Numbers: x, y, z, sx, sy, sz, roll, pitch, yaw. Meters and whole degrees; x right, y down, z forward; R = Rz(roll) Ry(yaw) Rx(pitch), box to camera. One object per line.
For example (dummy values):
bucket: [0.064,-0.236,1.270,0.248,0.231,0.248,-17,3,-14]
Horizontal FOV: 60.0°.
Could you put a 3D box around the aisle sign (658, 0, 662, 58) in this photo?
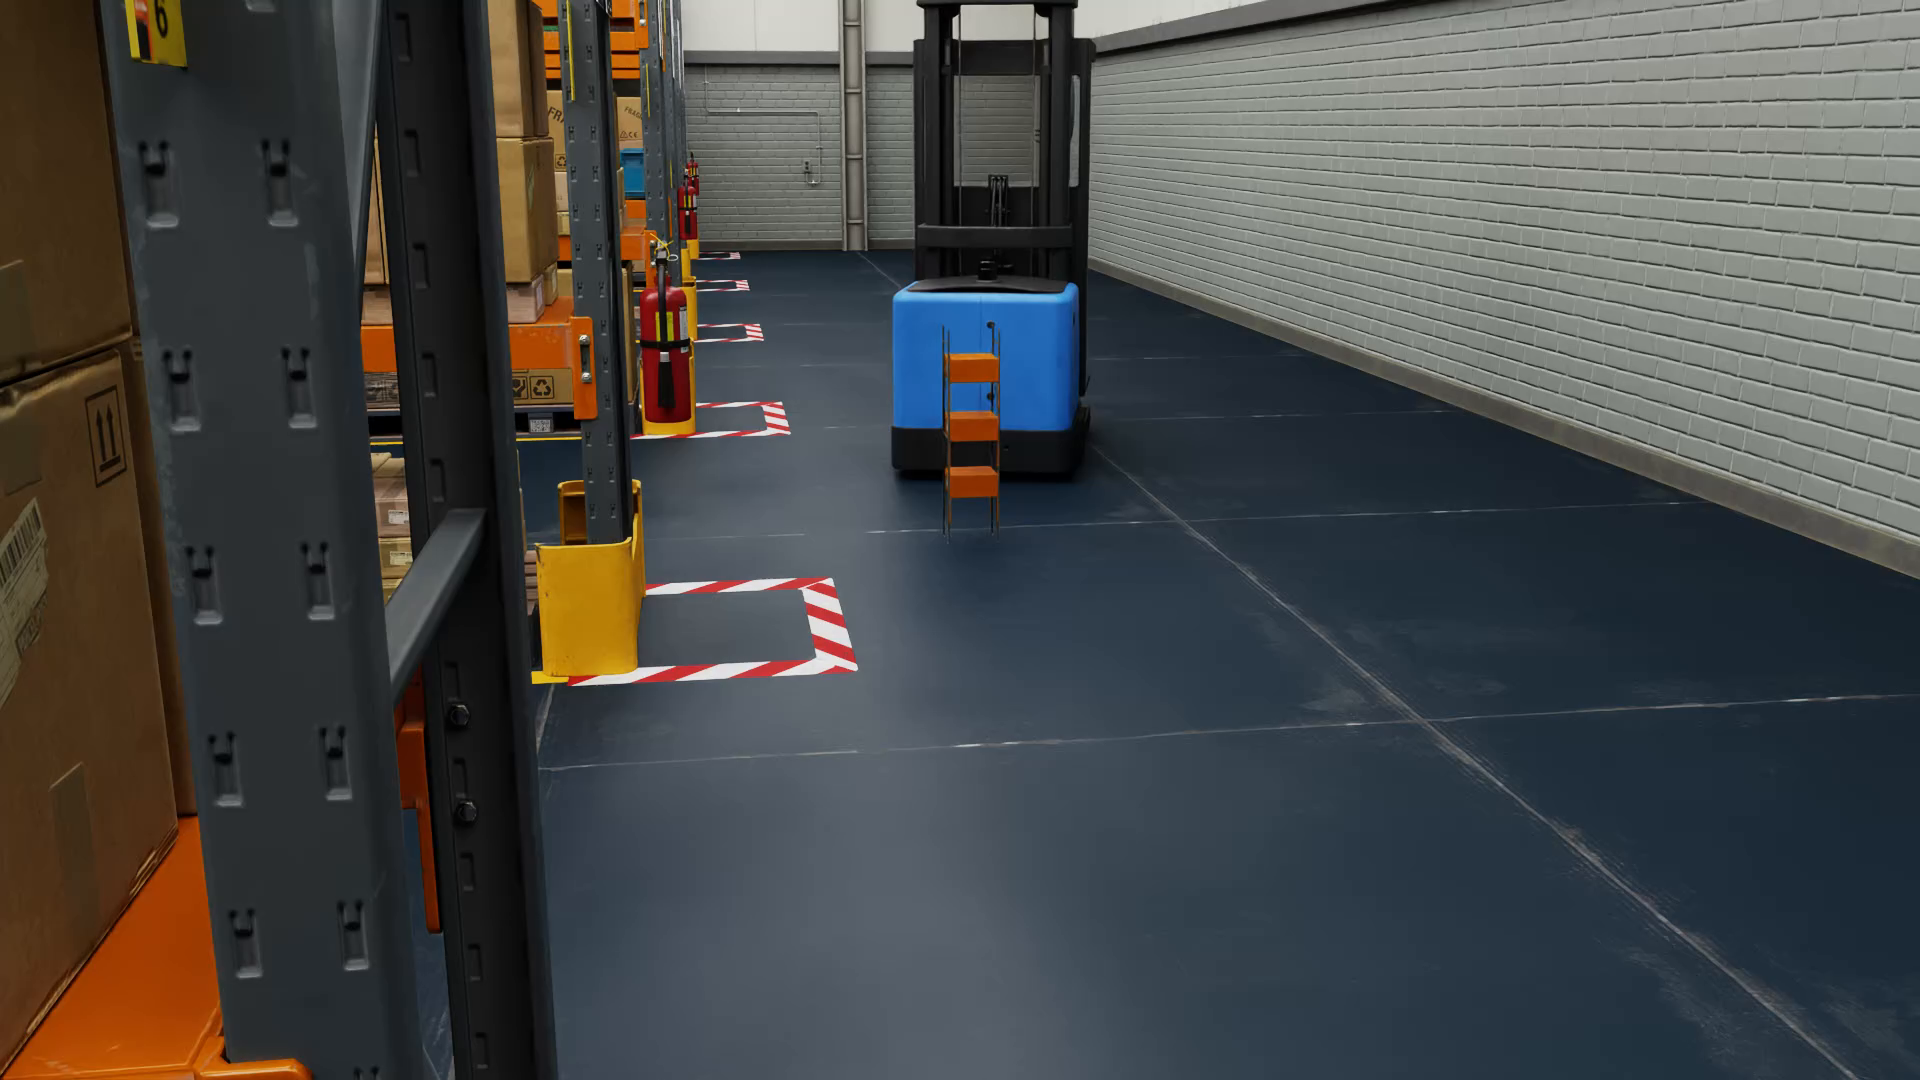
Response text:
aisle sign: [-1.918,-3.480,10.587,0.004,0.787,0.394,-2,14,-8]

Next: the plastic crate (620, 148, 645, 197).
plastic crate: [-3.075,-3.469,15.692,0.499,0.435,0.616,-2,14,-8]

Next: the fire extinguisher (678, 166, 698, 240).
fire extinguisher: [-2.555,-3.158,15.571,0.183,0.674,0.296,-2,14,-8]

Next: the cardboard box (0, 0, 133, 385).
cardboard box: [-0.999,-0.363,1.243,0.500,0.500,0.500,-2,14,-6]

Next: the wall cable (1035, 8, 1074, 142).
wall cable: [1.399,-7.386,25.555,0.112,2.526,3.097,-2,14,-8]

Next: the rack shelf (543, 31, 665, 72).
rack shelf: [-4.749,-4.513,15.364,4.000,0.370,1.077,-2,14,-8]

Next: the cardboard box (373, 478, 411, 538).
cardboard box: [-2.137,-0.126,6.331,0.250,0.149,0.380,-2,14,-7]

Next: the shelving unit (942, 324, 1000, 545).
shelving unit: [0.053,-0.511,8.102,0.252,1.050,0.215,-2,14,-8]

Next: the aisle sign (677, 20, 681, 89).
aisle sign: [-3.393,-5.861,20.082,0.004,0.787,0.394,-2,14,-8]

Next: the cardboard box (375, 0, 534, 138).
cardboard box: [-1.810,-1.693,5.934,0.500,0.500,0.500,-2,14,-9]

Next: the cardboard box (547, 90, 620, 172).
cardboard box: [-2.476,-2.643,10.749,0.500,0.500,0.500,-2,14,-8]

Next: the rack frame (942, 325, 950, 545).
rack frame: [-0.068,-0.507,8.084,0.008,1.050,0.200,-2,14,-8]

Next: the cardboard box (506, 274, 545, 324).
cardboard box: [-1.675,-0.890,6.121,0.250,0.149,0.380,-2,14,-8]

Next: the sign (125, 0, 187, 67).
sign: [-0.490,-0.450,0.983,0.005,0.325,0.100,-2,14,-8]

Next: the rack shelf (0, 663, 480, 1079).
rack shelf: [-2.535,0.517,1.474,4.000,0.370,1.077,-2,14,-8]

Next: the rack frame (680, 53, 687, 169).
rack frame: [-4.247,-5.863,25.433,0.127,3.000,1.000,-2,14,-8]

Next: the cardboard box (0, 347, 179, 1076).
cardboard box: [-0.995,0.128,1.339,0.500,0.500,0.500,-2,14,-8]

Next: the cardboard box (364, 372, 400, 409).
cardboard box: [-3.554,-1.386,11.087,0.875,0.875,0.875,-2,14,-8]

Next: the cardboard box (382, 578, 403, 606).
cardboard box: [-2.123,0.190,6.294,0.250,0.149,0.380,-2,14,-7]

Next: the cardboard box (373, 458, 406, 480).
cardboard box: [-2.218,-0.225,6.727,0.250,0.149,0.380,-2,14,-7]

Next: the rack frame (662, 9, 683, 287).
rack frame: [-2.772,-3.480,15.931,0.127,3.000,1.000,-2,14,-8]

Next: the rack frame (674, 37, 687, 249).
rack frame: [-3.506,-4.671,20.682,0.127,3.000,1.000,-2,14,-8]

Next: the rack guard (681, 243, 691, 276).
rack guard: [-3.581,-3.456,20.975,0.348,0.500,1.175,-2,14,-8]

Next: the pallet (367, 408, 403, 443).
pallet: [-4.016,-0.845,11.156,1.213,0.211,1.003,-2,14,-8]

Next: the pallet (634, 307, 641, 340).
pallet: [-3.593,-2.107,16.188,1.213,0.211,1.003,-2,14,-8]

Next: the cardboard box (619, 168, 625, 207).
cardboard box: [-2.549,-2.407,11.352,0.500,0.250,0.500,-2,14,-10]

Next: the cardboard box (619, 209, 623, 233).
cardboard box: [-2.337,-2.074,10.843,0.250,0.149,0.380,-2,14,-7]

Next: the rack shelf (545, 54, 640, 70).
rack shelf: [-5.483,-5.705,20.116,4.000,0.370,1.077,-2,14,-8]

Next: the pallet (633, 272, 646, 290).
pallet: [-4.369,-3.287,20.894,1.213,0.211,1.003,-2,14,-8]

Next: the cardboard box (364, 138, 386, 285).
cardboard box: [-2.311,-1.189,5.979,0.500,0.500,0.500,-2,14,-9]

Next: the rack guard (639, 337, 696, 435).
rack guard: [-2.010,-1.077,11.488,0.348,0.500,1.175,-2,14,-8]

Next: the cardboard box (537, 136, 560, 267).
cardboard box: [-1.880,-1.335,6.560,0.500,0.500,0.500,-1,14,-6]

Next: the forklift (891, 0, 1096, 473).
forklift: [0.287,-2.111,10.614,1.130,2.935,3.031,2,14,6]

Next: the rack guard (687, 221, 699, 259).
rack guard: [-4.224,-4.651,25.741,0.348,0.500,1.175,-2,14,-8]

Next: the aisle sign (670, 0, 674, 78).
aisle sign: [-2.657,-4.673,15.344,0.004,0.787,0.394,-2,14,-8]

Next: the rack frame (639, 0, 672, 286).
rack frame: [-2.034,-2.288,11.180,0.127,3.000,1.000,-2,14,-8]

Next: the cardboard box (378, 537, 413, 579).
cardboard box: [-2.141,0.027,6.332,0.250,0.149,0.380,-2,14,-10]

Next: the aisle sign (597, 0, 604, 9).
aisle sign: [-1.278,-2.283,5.815,0.004,0.787,0.394,-2,14,-8]

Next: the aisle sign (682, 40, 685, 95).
aisle sign: [-4.132,-7.054,24.839,0.004,0.787,0.394,-2,14,-8]

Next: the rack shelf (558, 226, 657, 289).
rack shelf: [-4.011,-1.867,10.979,4.000,0.370,1.077,-2,14,-8]

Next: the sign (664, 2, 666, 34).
sign: [-2.674,-4.752,15.053,0.005,0.325,0.100,-2,14,-8]

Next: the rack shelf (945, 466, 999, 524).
rack shelf: [0.053,-0.231,8.172,0.240,0.259,0.215,-2,14,-8]

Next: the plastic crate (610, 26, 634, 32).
plastic crate: [-3.194,-4.924,15.793,0.590,0.269,0.497,-2,14,-8]

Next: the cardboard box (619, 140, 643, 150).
cardboard box: [-3.908,-4.638,20.344,0.500,0.500,0.500,-2,14,-7]

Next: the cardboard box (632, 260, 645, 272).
cardboard box: [-4.007,-3.593,20.618,0.500,0.500,0.500,-2,14,-8]
